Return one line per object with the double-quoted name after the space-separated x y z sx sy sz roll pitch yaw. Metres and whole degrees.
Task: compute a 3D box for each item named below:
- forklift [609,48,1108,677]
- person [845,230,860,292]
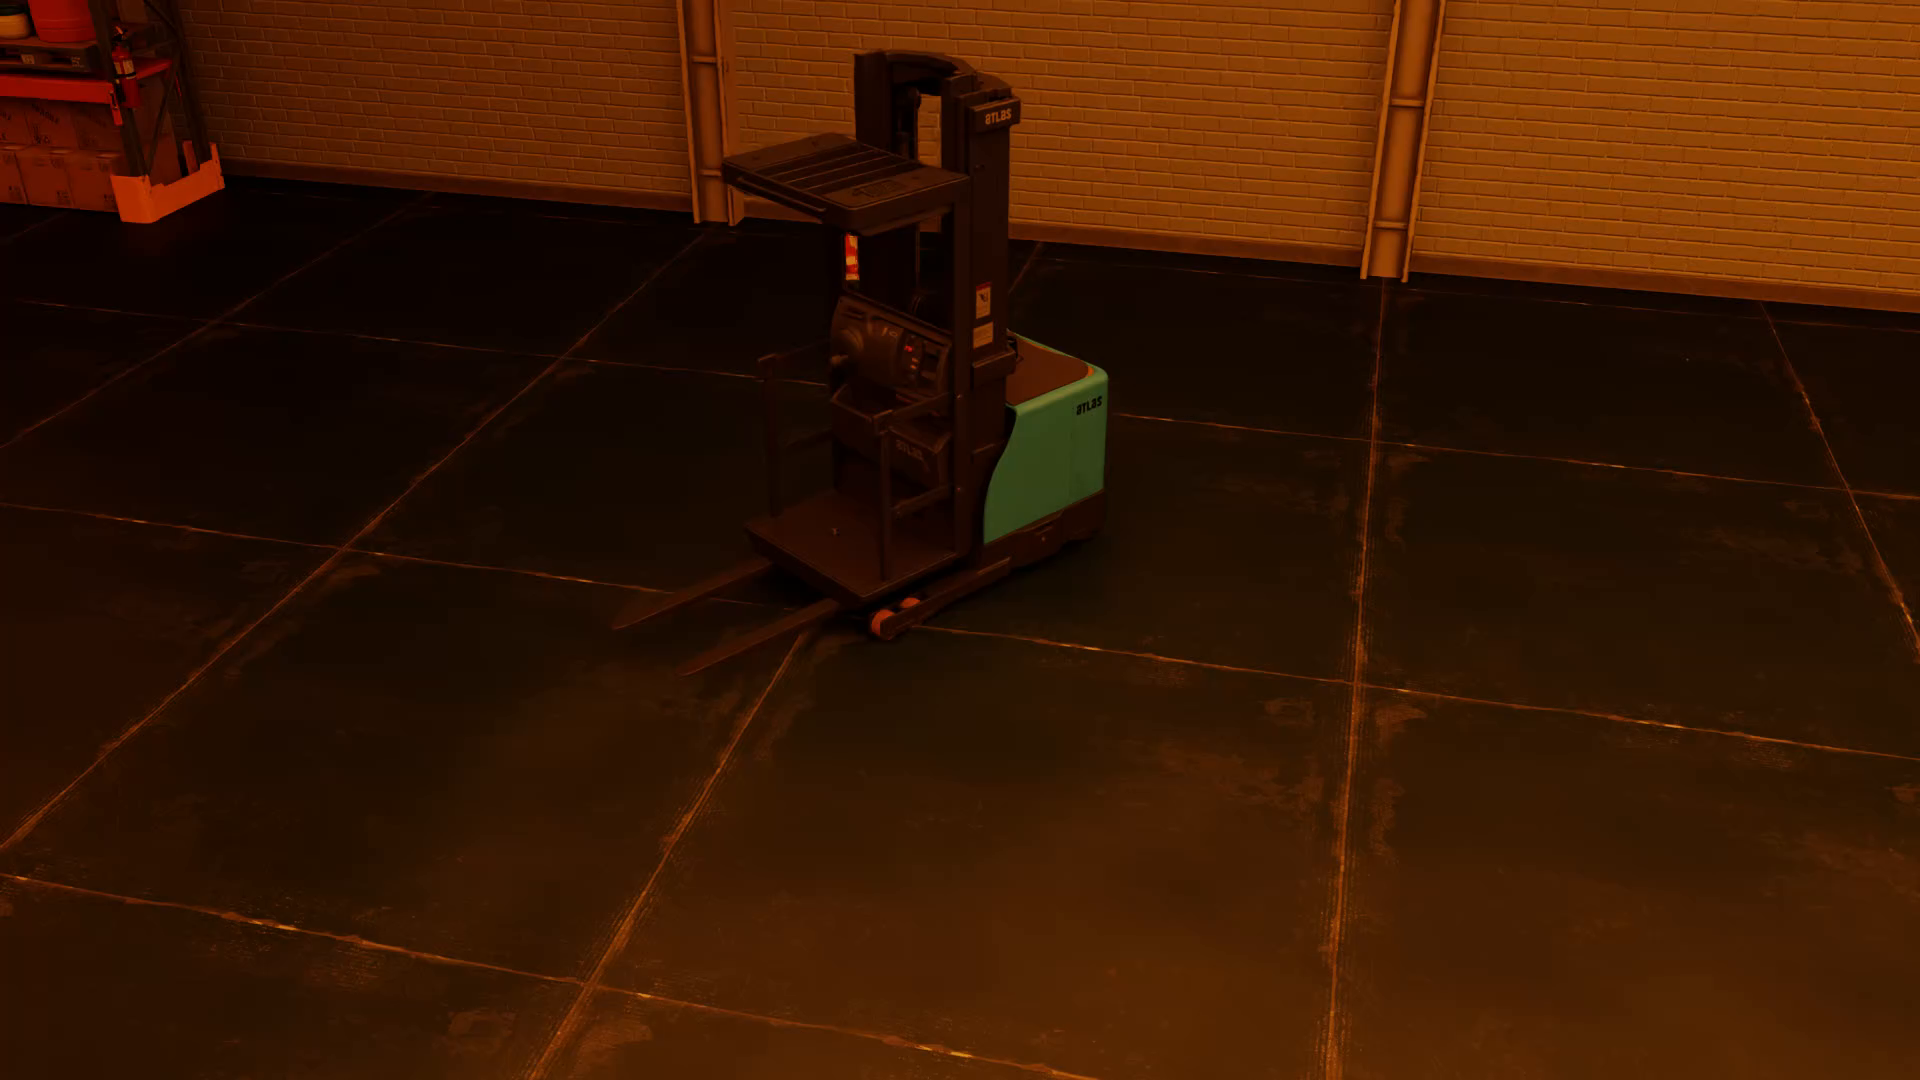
-0.540 -1.013 8.958 3.031 2.935 1.130 -24 38 -36 "forklift"
-0.650 -2.021 12.127 0.779 1.587 0.811 20 35 31 "person"
